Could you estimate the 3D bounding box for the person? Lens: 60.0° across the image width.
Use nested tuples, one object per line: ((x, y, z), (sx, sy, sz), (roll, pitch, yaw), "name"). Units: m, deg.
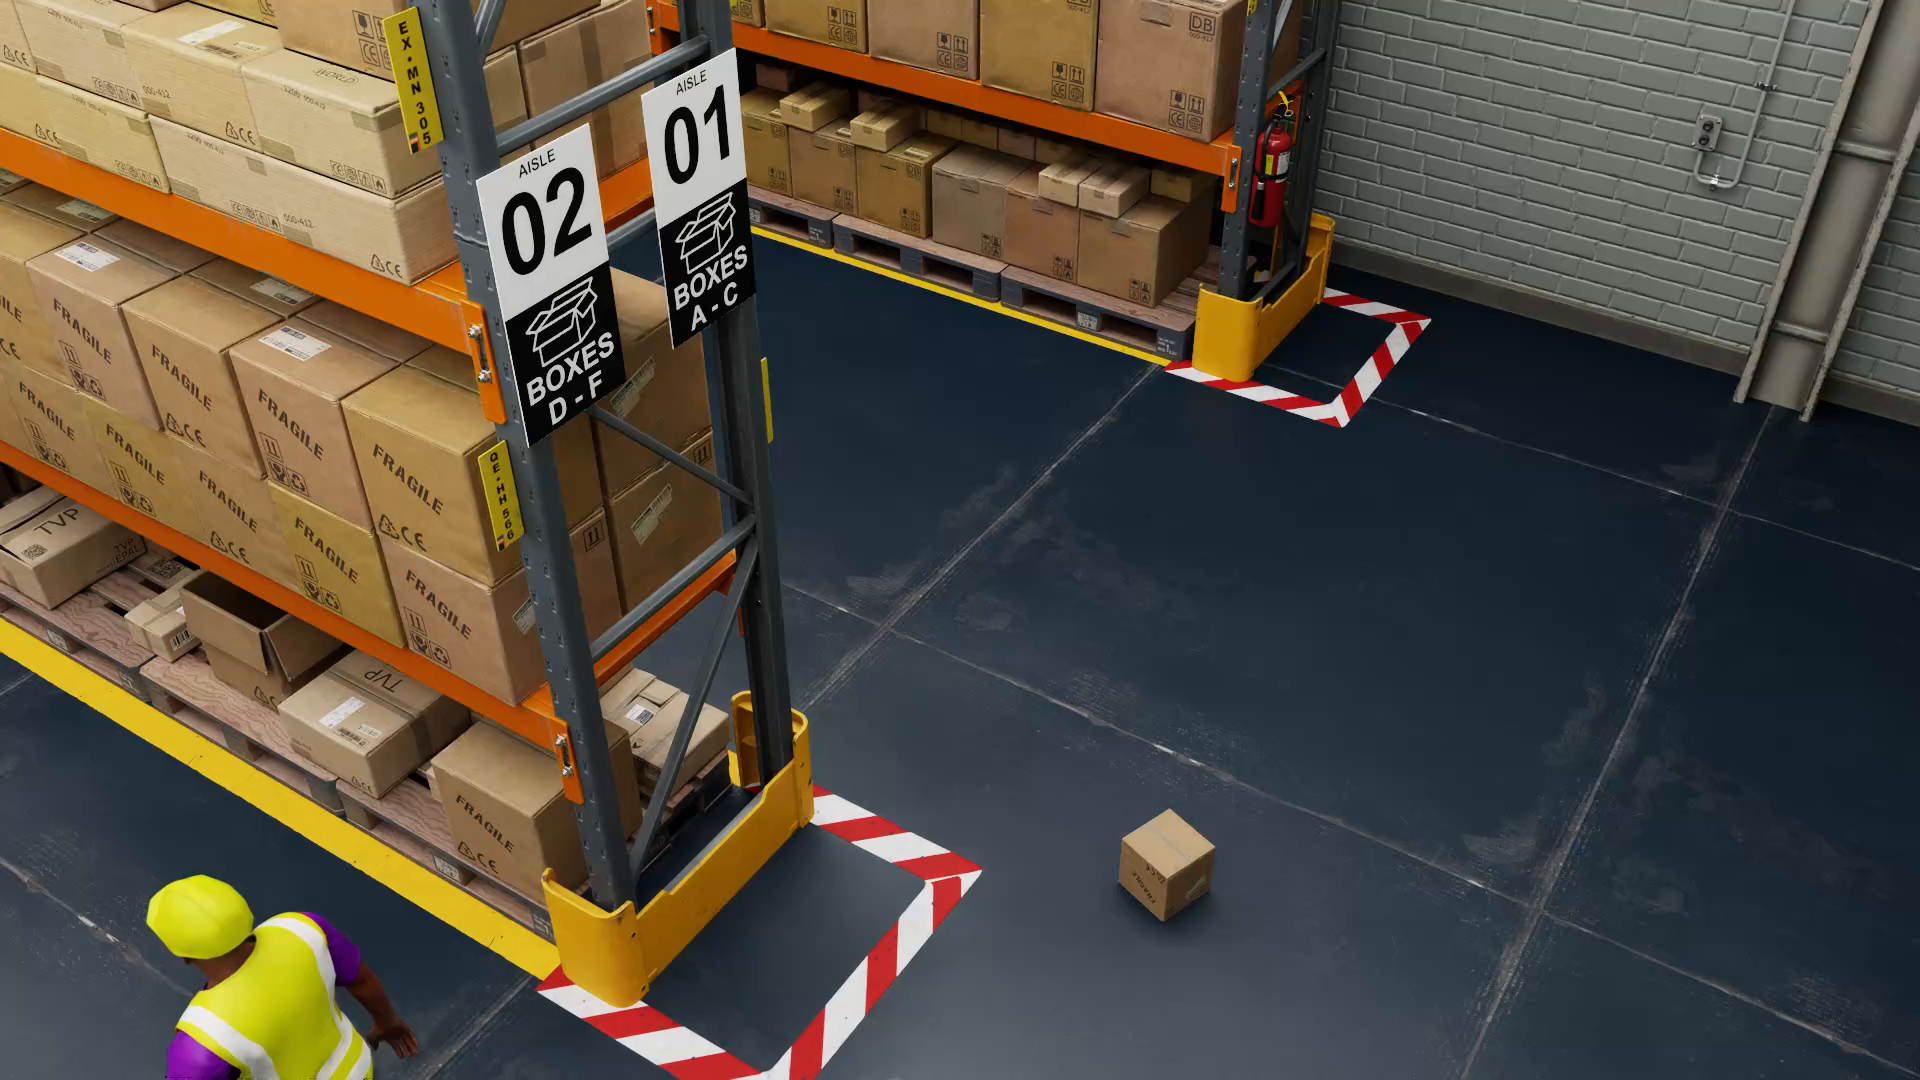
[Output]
((-1.917, 1.545, 4.678), (1.067, 1.698, 0.660), (9, 39, 11), "person")
